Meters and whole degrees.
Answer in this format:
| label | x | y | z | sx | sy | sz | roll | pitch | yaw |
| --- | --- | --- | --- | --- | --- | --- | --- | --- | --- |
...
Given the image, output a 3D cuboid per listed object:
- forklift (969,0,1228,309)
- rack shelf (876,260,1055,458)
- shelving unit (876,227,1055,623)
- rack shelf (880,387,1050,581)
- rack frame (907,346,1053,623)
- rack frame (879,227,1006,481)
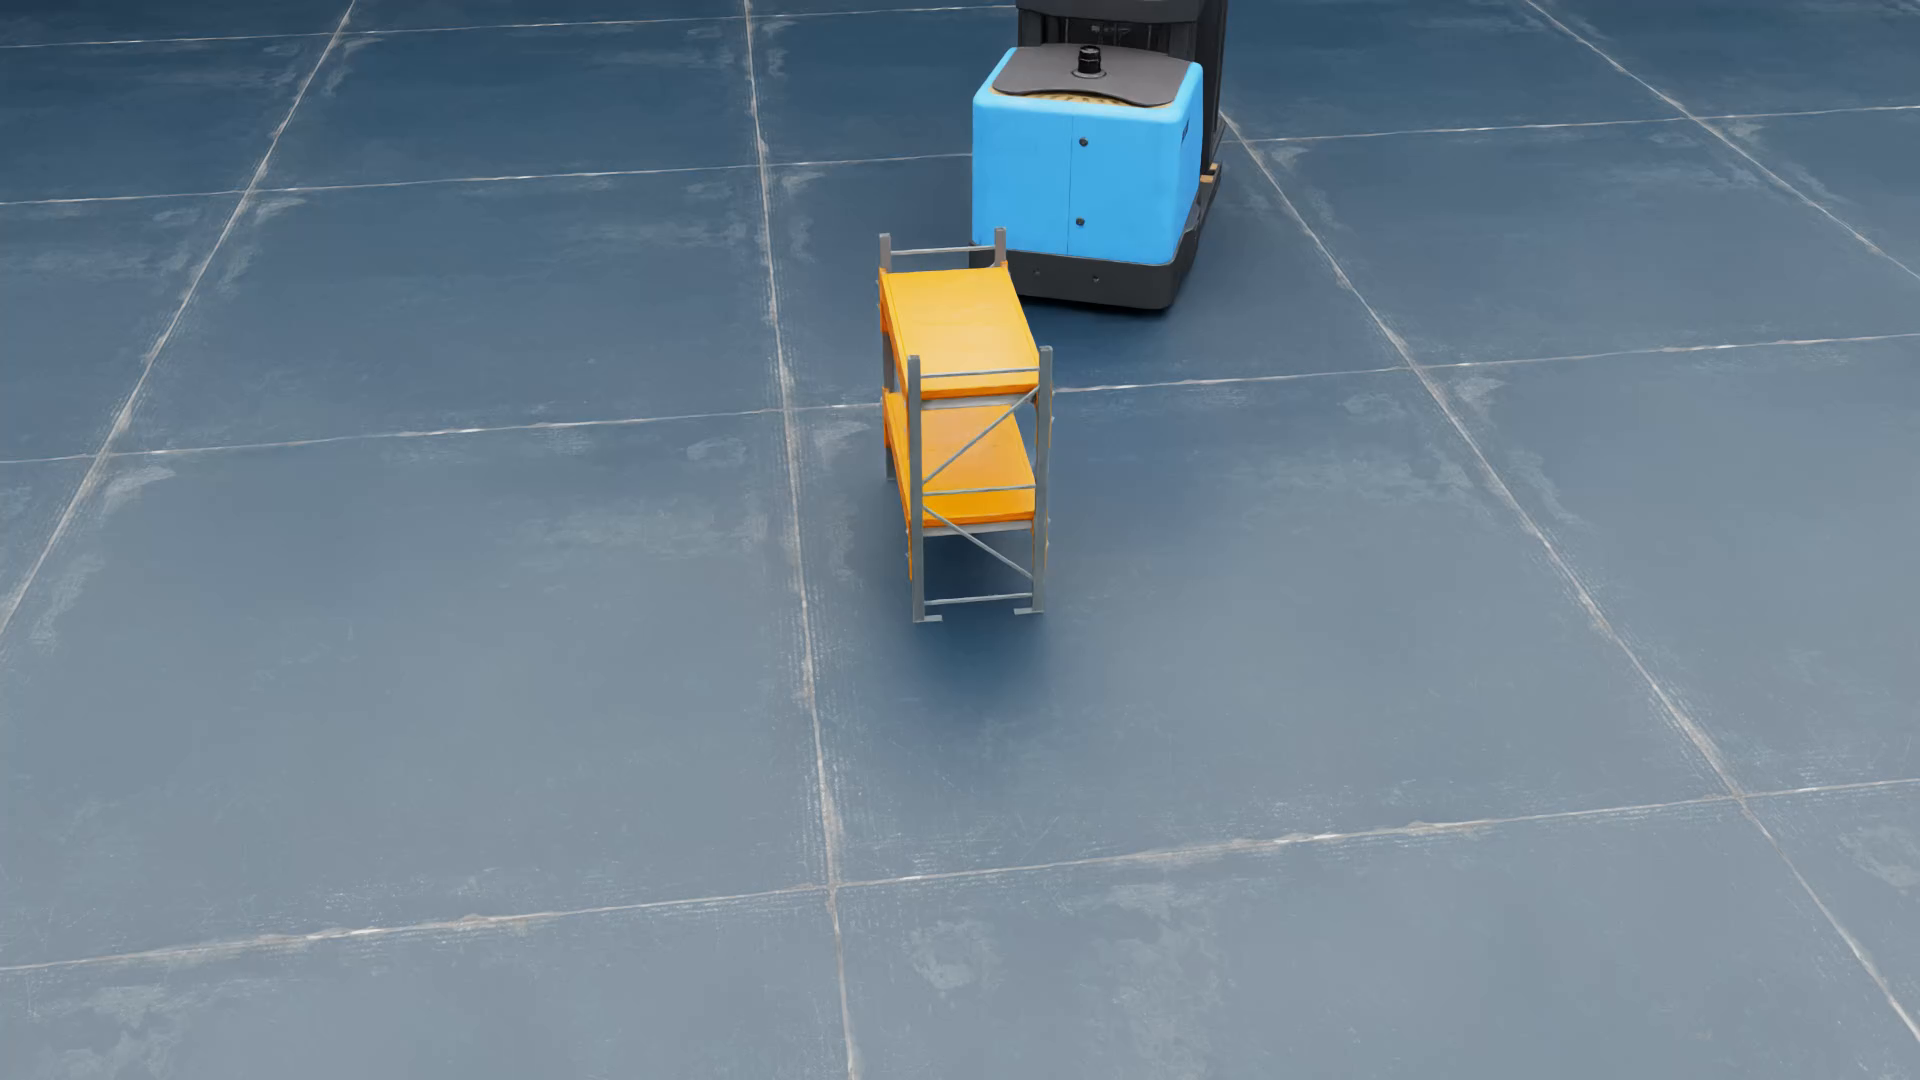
| label | x | y | z | sx | sy | sz | roll | pitch | yaw |
| --- | --- | --- | --- | --- | --- | --- | --- | --- | --- |
| forklift | 0.912 | -3.190 | 8.829 | 1.130 | 2.935 | 3.031 | 8 | 35 | 12 |
| rack shelf | 0.001 | -0.703 | 6.263 | 0.538 | 0.278 | 1.000 | -4 | 35 | -6 |
| shelving unit | 0.001 | -0.461 | 6.428 | 0.538 | 1.125 | 1.048 | -4 | 35 | -6 |
| rack shelf | 0.001 | -0.259 | 6.565 | 0.538 | 0.278 | 1.000 | -4 | 35 | -6 |
| rack frame | 0.069 | -0.177 | 6.011 | 0.500 | 1.125 | 0.032 | -4 | 35 | -6 |
| rack frame | -0.067 | -0.745 | 6.844 | 0.500 | 1.125 | 0.032 | -4 | 35 | -6 |
